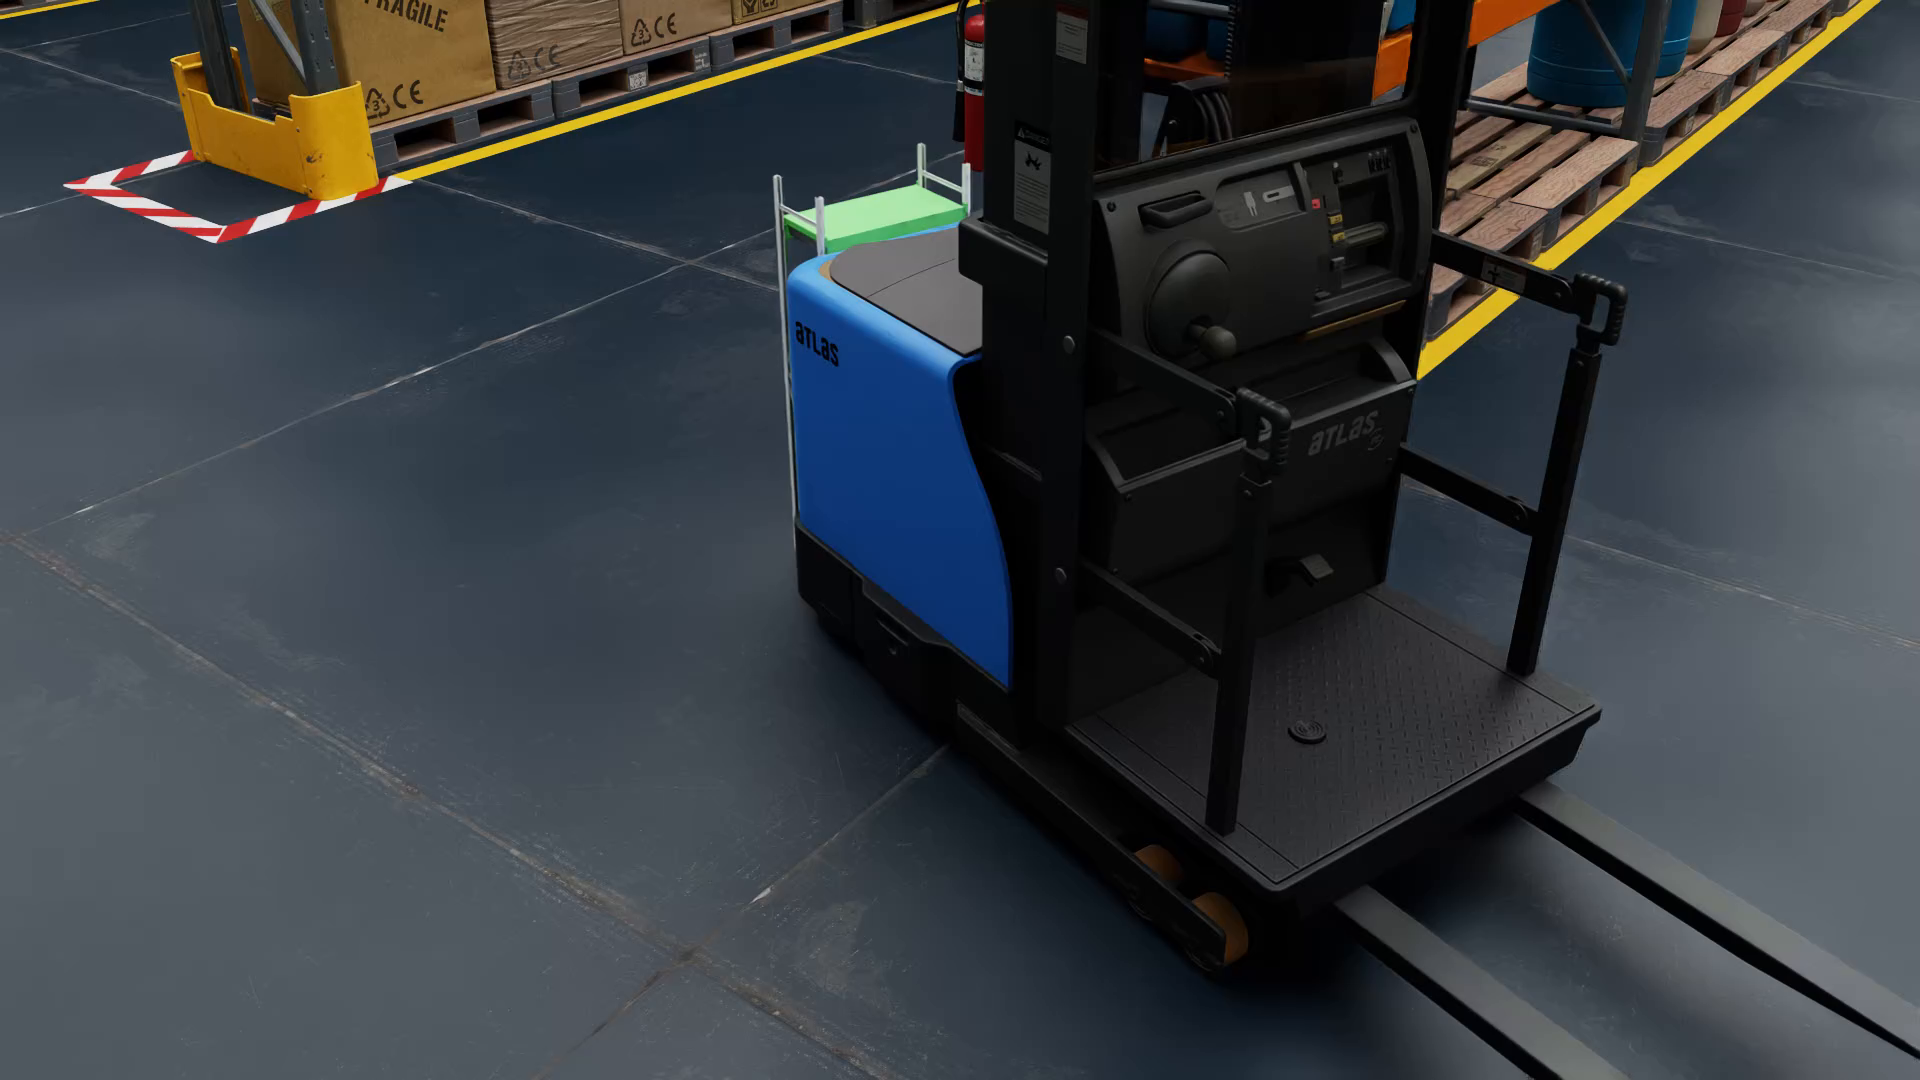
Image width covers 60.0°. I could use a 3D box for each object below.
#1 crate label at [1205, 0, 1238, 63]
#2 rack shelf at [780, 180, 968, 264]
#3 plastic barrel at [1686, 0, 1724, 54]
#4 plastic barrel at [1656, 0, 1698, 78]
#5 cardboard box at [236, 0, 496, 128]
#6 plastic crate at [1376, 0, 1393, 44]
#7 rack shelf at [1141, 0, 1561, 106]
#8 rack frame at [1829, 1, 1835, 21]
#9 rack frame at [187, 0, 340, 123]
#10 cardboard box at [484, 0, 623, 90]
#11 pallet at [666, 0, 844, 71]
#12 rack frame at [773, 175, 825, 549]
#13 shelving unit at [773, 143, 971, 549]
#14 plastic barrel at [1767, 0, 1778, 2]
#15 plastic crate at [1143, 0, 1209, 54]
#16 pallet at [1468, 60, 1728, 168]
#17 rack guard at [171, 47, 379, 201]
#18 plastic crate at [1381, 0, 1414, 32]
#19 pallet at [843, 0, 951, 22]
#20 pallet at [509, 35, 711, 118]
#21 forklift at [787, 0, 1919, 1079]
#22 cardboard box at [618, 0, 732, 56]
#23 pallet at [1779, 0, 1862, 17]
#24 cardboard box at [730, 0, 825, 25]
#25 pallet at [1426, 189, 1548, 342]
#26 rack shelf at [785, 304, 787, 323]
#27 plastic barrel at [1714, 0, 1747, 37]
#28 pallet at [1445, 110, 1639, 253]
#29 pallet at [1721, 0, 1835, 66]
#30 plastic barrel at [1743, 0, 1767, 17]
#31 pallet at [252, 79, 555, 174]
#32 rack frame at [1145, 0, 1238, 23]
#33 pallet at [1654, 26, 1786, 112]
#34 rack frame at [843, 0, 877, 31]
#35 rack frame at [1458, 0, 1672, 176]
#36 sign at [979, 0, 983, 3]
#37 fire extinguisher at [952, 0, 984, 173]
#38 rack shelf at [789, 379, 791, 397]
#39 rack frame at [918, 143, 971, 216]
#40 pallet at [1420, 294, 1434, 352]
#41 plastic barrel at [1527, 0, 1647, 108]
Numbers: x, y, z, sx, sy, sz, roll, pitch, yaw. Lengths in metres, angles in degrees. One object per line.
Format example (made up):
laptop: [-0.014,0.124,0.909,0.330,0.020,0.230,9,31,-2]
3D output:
crate label: [0.964,-1.596,5.106,0.416,0.233,0.303,21,37,31]
rack shelf: [-0.244,-0.874,4.731,0.480,0.148,0.258,-21,36,-31]
plastic barrel: [4.148,-3.085,9.541,0.421,0.512,0.421,0,31,0]
plastic barrel: [3.736,-3.050,9.101,0.600,0.901,0.708,21,37,31]
cardboard box: [-3.074,-2.719,8.567,0.875,0.875,0.875,21,37,31]
plastic crate: [1.223,-1.659,5.307,0.250,0.136,0.298,21,37,31]
rack shelf: [1.760,-2.146,6.635,1.077,0.370,4.000,21,37,31]
rack frame: [5.381,-4.895,10.567,1.000,3.000,0.127,21,37,31]
rack frame: [-3.396,-3.167,7.652,1.000,3.000,0.127,21,37,31]
cardboard box: [-2.525,-3.088,9.191,0.875,0.875,0.875,21,37,31]
pallet: [-1.503,-3.308,10.626,1.003,0.211,1.213,21,37,31]
rack frame: [-0.440,-0.442,4.819,0.015,1.200,0.240,-21,36,-31]
shelving unit: [-0.243,-0.516,4.943,0.503,1.200,0.258,-21,36,-31]
plastic barrel: [5.100,-3.938,10.669,0.600,0.830,0.708,21,37,31]
plastic crate: [0.606,-1.878,5.382,0.616,0.435,0.499,21,37,31]
pallet: [3.466,-2.370,9.042,1.003,0.211,1.213,21,37,31]
rack guard: [-3.411,-2.082,8.273,1.175,0.500,0.348,21,37,31]
plastic crate: [1.361,-1.863,5.557,0.416,0.233,0.300,21,37,31]
pallet: [-0.576,-3.930,11.675,1.003,0.211,1.213,21,37,31]
pallet: [-2.239,-2.810,9.785,1.003,0.211,1.213,21,37,31]
forklift: [0.795,-0.599,3.387,1.130,2.935,3.031,-20,36,-30]
cardboard box: [-1.987,-3.450,9.802,0.875,0.875,0.875,21,37,31]
pallet: [5.880,-3.998,11.789,1.003,0.211,1.213,21,37,31]
cardboard box: [-1.444,-3.816,10.419,0.875,0.875,0.875,21,37,31]
pallet: [1.818,-1.260,7.170,1.003,0.211,1.213,21,37,31]
rack shelf: [-0.244,-0.667,4.853,0.480,0.148,0.258,-21,36,-31]
plastic barrel: [4.418,-3.375,9.956,0.600,0.588,0.708,21,37,31]
pallet: [2.554,-1.758,8.010,1.003,0.211,1.213,21,37,31]
pallet: [4.939,-3.362,10.715,1.003,0.211,1.213,21,37,31]
plastic barrel: [4.830,-3.544,10.316,0.421,0.512,0.421,0,31,0]
pallet: [-2.976,-2.317,8.952,1.003,0.211,1.213,21,37,31]
rack frame: [0.552,-1.643,5.080,1.000,3.000,0.127,21,37,31]
pallet: [4.202,-2.868,9.882,1.003,0.211,1.213,21,37,31]
rack frame: [-0.982,-4.793,10.396,1.000,3.000,0.127,21,37,31]
rack frame: [2.967,-3.269,7.823,1.000,3.000,0.127,21,37,31]
sign: [0.104,-1.876,5.313,0.100,0.325,0.005,21,37,31]
fire extinguisher: [0.099,-1.528,5.327,0.296,0.674,0.183,21,37,31]
rack shelf: [-0.243,-0.461,4.976,0.480,0.148,0.258,-21,36,-31]
rack frame: [-0.047,-0.589,5.067,0.015,1.200,0.240,-21,36,-31]
pallet: [1.081,-0.767,6.336,1.003,0.211,1.213,21,37,31]
plastic barrel: [3.309,-2.763,8.616,0.600,0.901,0.708,21,37,31]
